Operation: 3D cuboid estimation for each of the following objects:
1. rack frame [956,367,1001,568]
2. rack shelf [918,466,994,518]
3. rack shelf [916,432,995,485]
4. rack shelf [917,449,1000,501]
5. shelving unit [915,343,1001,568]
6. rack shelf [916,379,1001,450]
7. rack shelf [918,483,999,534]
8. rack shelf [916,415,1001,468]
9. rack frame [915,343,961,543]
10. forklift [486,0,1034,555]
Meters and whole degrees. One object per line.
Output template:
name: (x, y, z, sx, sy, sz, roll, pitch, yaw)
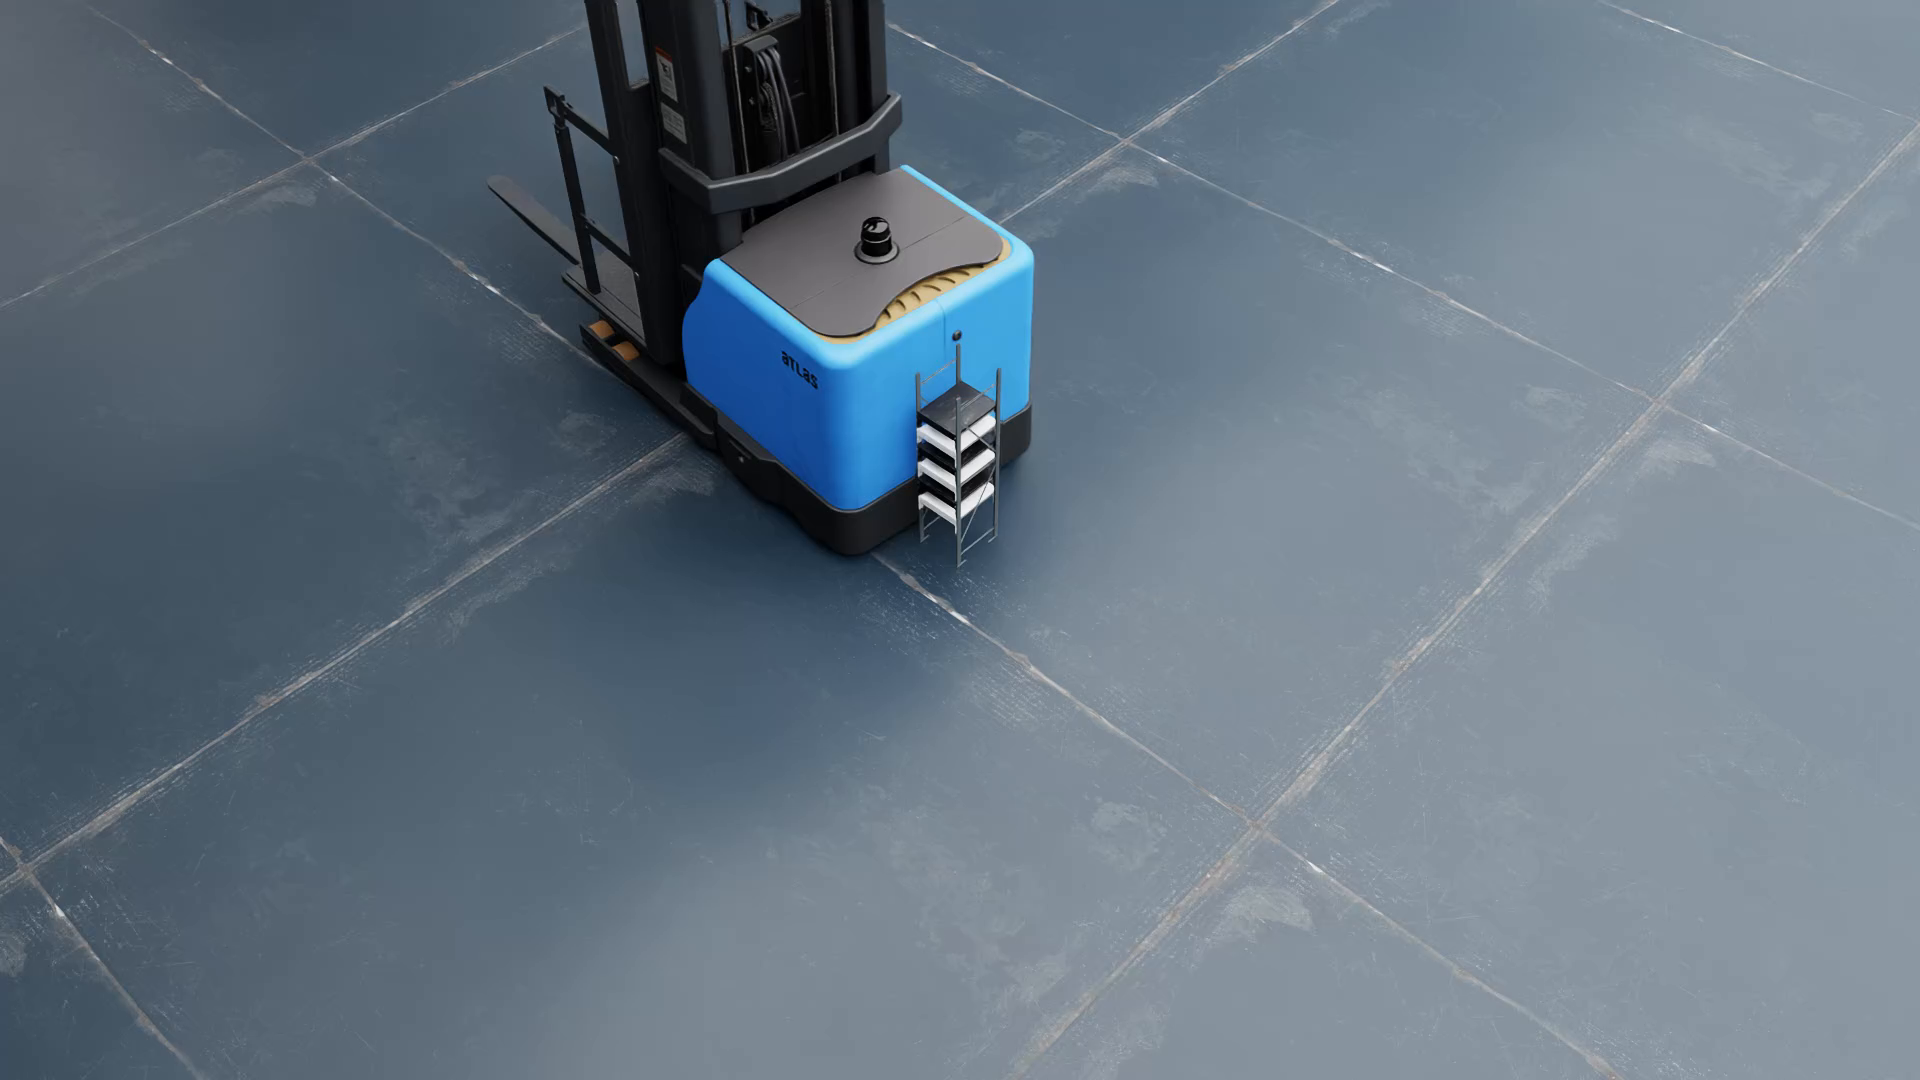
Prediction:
rack frame: (0.069, -0.262, 6.379, 0.006, 0.900, 0.240, 34, 55, 28)
rack shelf: (-0.006, -0.228, 6.516, 0.200, 0.077, 0.258, 34, 55, 28)
rack shelf: (-0.006, -0.351, 6.384, 0.200, 0.077, 0.258, 34, 55, 28)
rack shelf: (-0.006, -0.289, 6.450, 0.200, 0.077, 0.258, 34, 55, 28)
shelving unit: (-0.006, -0.312, 6.426, 0.210, 0.900, 0.258, 34, 55, 28)
rack shelf: (-0.006, -0.474, 6.253, 0.200, 0.077, 0.258, 34, 55, 28)
rack shelf: (-0.006, -0.166, 6.581, 0.200, 0.077, 0.258, 34, 55, 28)
rack shelf: (-0.006, -0.412, 6.319, 0.200, 0.077, 0.258, 34, 55, 28)
rack frame: (-0.081, -0.362, 6.473, 0.006, 0.900, 0.240, 34, 55, 28)
forklift: (-1.054, -1.942, 6.563, 1.130, 2.935, 3.031, -33, 55, -27)
